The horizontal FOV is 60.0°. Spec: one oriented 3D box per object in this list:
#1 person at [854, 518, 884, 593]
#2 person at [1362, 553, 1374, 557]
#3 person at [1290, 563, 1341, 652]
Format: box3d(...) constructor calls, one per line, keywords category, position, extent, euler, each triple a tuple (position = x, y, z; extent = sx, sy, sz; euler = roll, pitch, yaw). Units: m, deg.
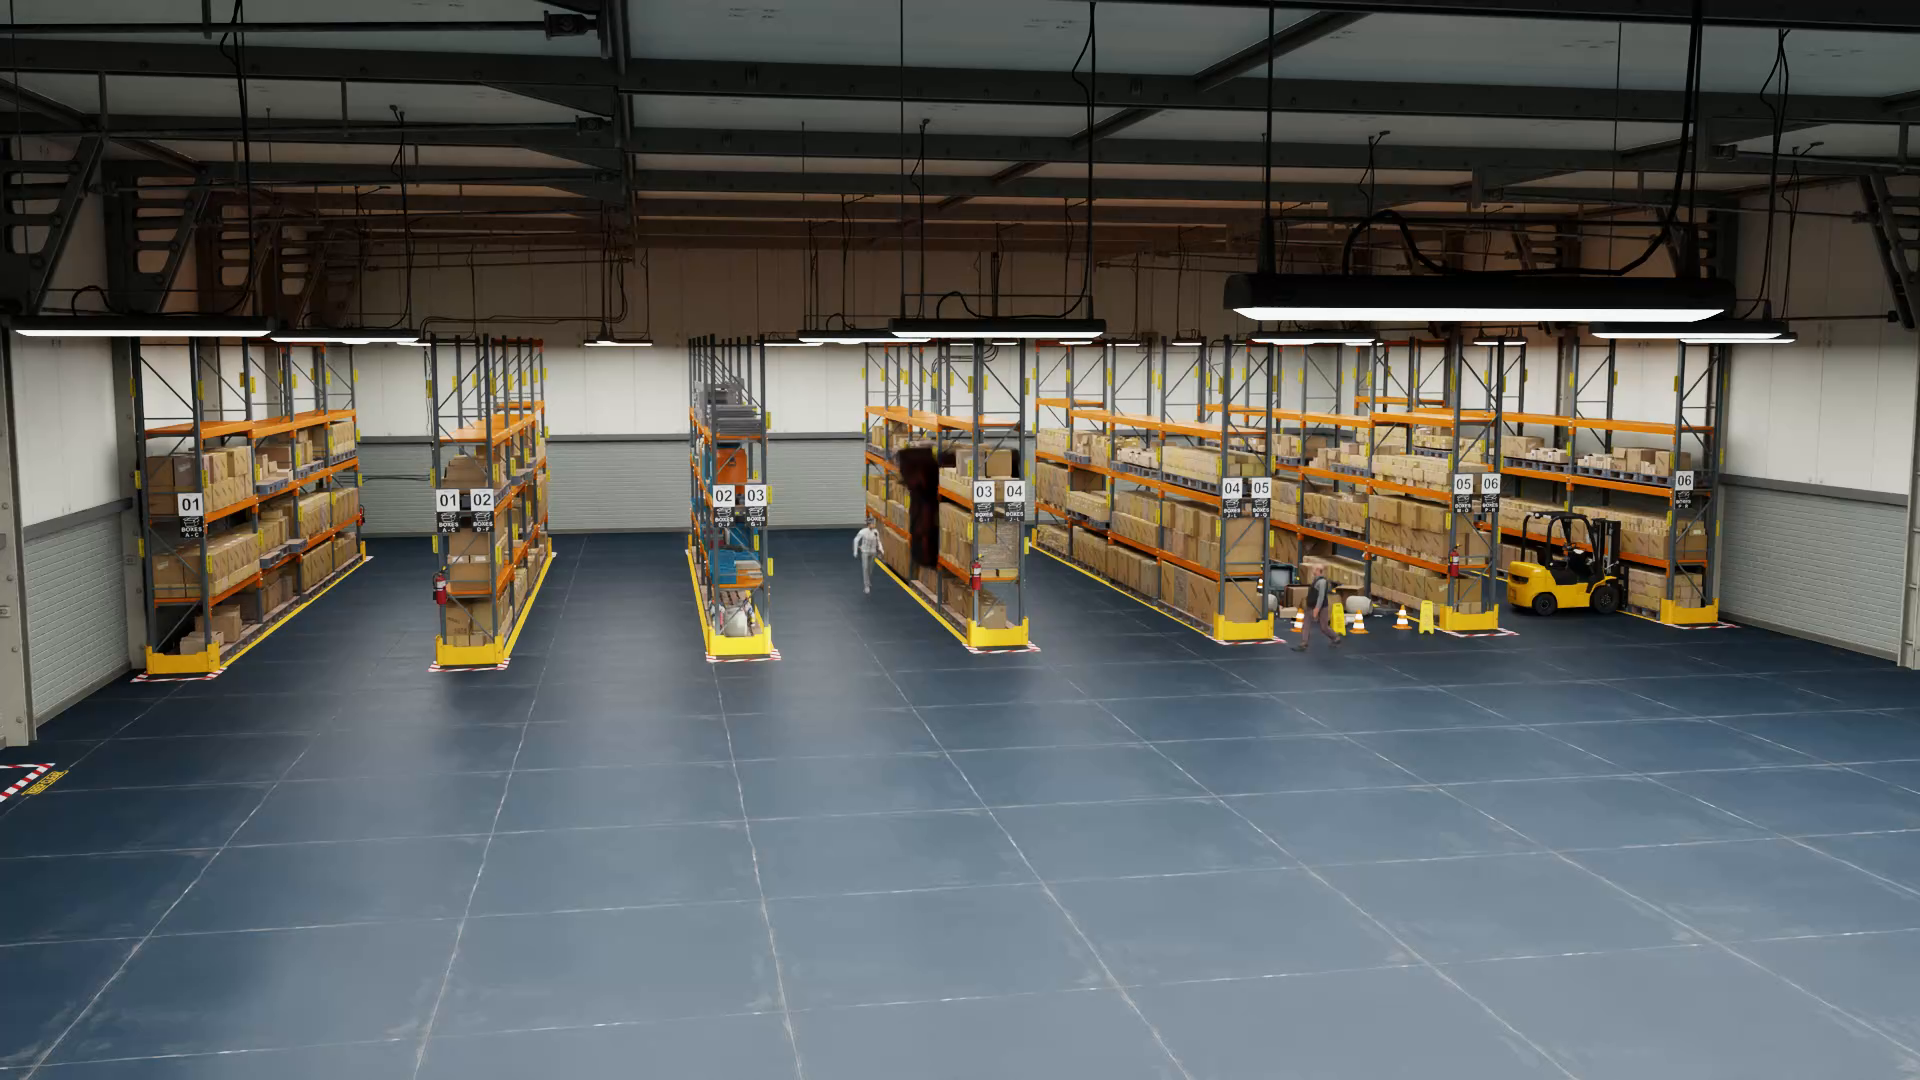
box3d(category="person", position=(-2.078, 0.315, 37.703), extent=(0.637, 1.667, 0.927), euler=(-1, 7, -10))
box3d(category="person", position=(11.335, -0.378, 46.098), extent=(0.369, 1.674, 0.493), euler=(0, 7, -1))
box3d(category="person", position=(6.786, 1.285, 31.490), extent=(0.981, 1.697, 0.500), euler=(-4, 8, -32))
